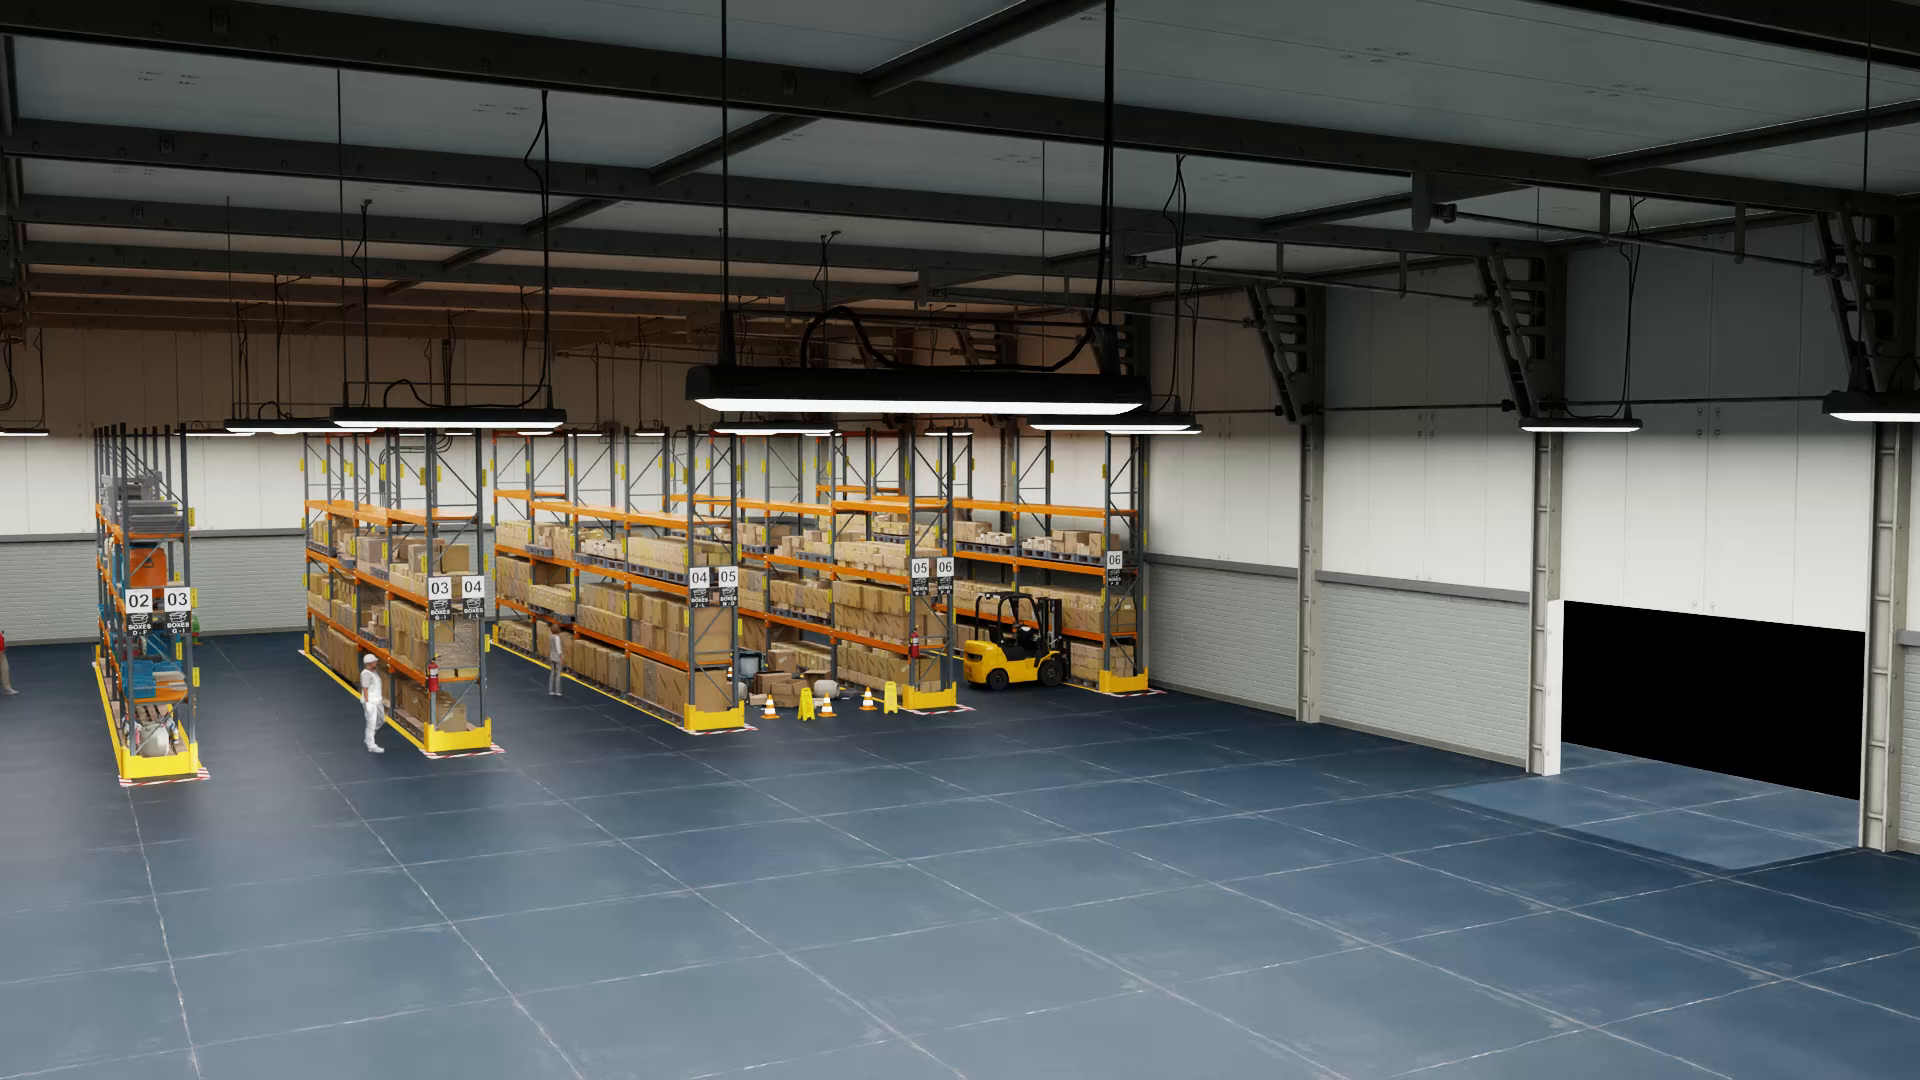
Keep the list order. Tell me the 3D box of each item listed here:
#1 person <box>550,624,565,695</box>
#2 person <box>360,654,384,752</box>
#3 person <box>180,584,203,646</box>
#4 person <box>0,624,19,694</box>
[{"bbox_3d":[-8.978,2.671,37.122,0.422,1.605,0.319,3,5,42],"label":"person"},{"bbox_3d":[-10.813,2.983,30.578,0.519,1.790,0.626,0,3,3],"label":"person"},{"bbox_3d":[-21.396,2.058,46.038,0.815,1.751,0.555,0,3,7],"label":"person"},{"bbox_3d":[-21.484,2.616,37.112,0.638,1.715,0.581,1,4,21],"label":"person"}]
